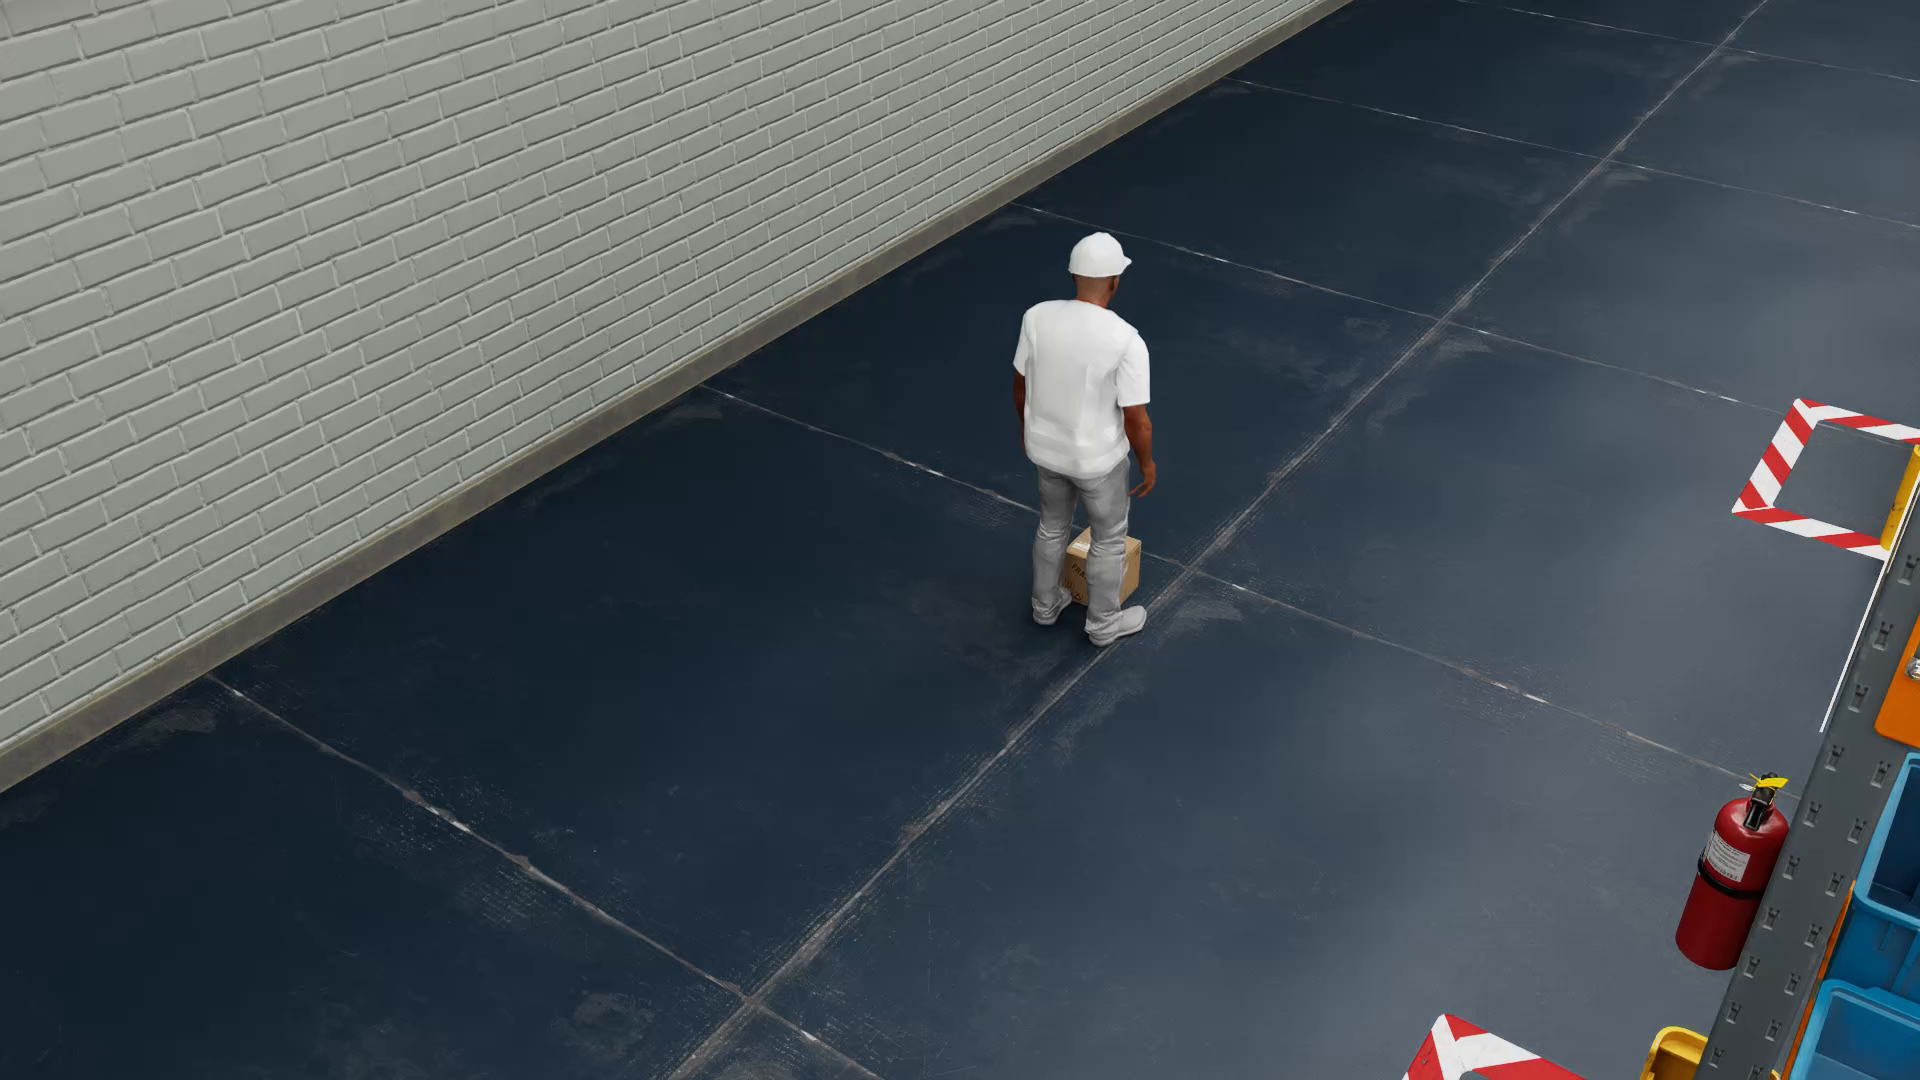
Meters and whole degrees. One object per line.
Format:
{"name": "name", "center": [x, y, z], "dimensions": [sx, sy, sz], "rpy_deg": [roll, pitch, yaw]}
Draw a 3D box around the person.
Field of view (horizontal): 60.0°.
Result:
{"name": "person", "center": [0.501, -0.384, 6.688], "dimensions": [0.628, 1.761, 0.457], "rpy_deg": [22, 40, 28]}
